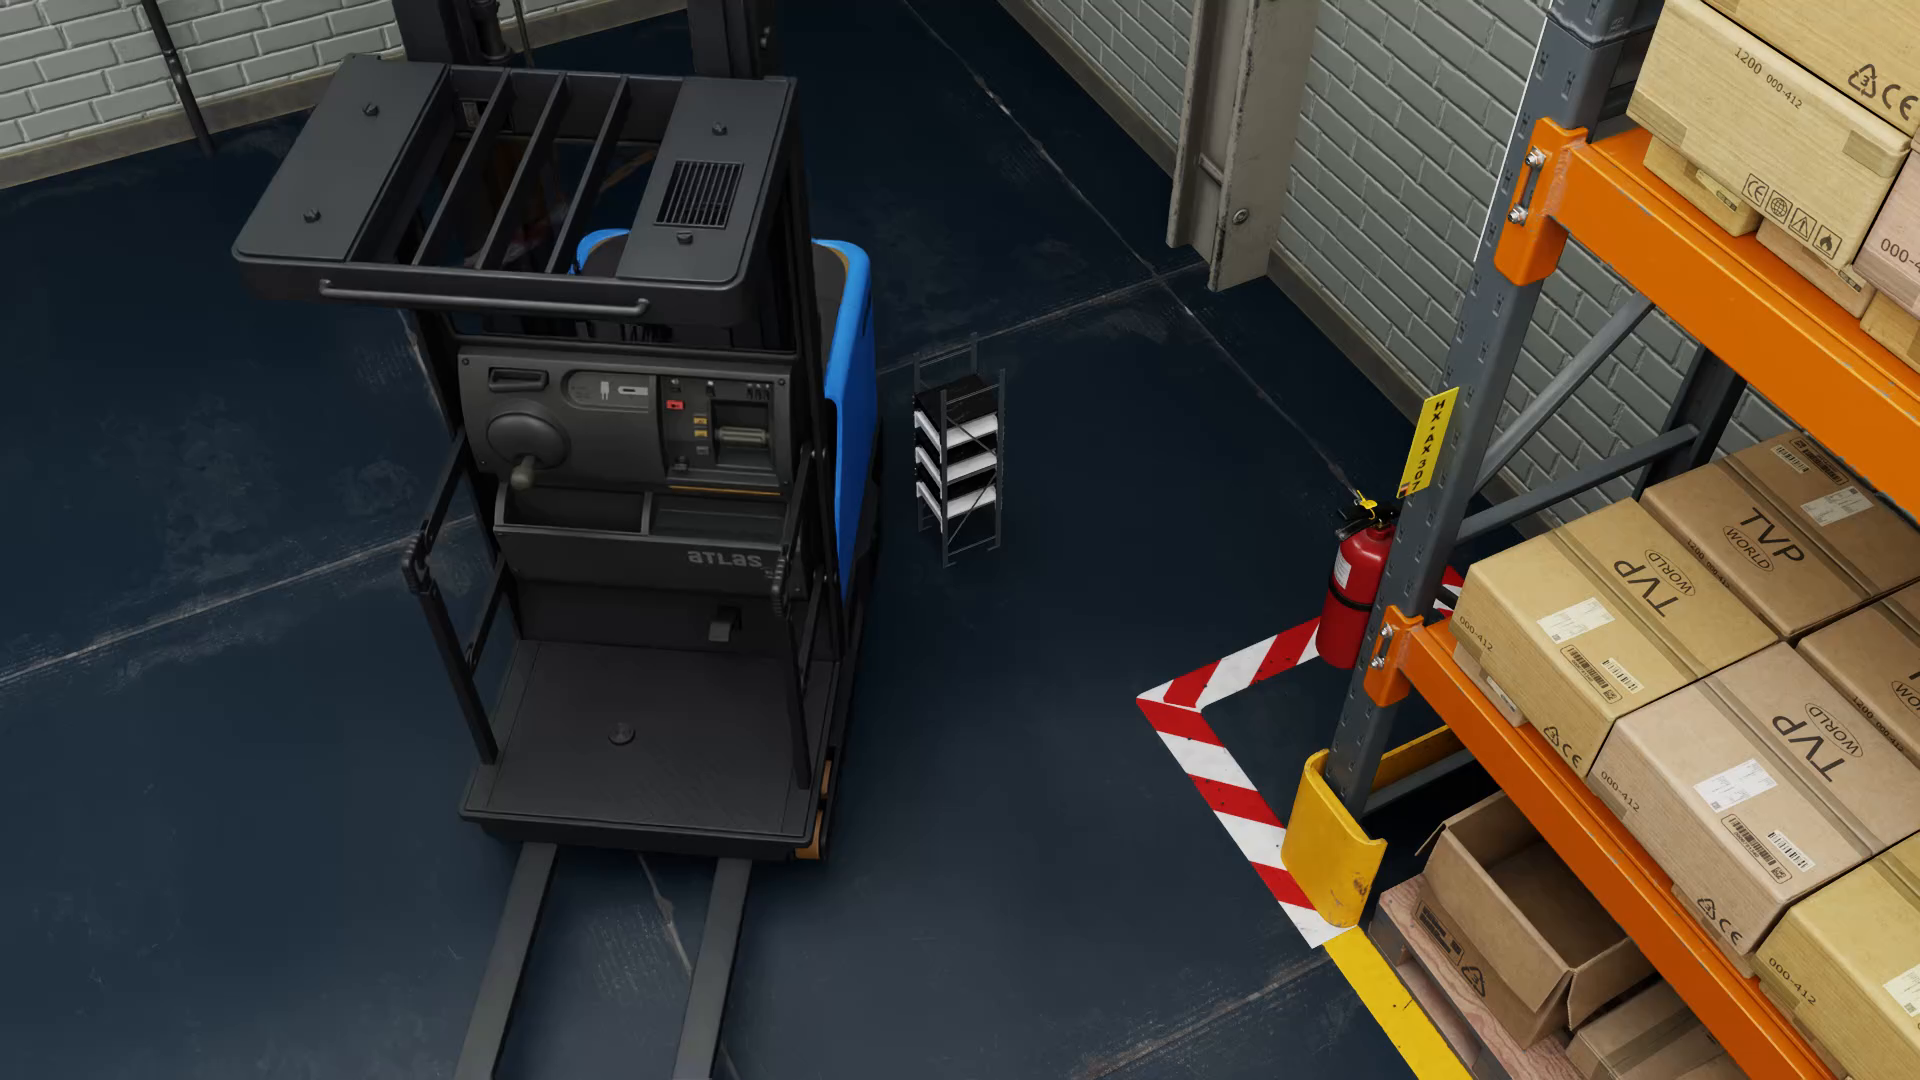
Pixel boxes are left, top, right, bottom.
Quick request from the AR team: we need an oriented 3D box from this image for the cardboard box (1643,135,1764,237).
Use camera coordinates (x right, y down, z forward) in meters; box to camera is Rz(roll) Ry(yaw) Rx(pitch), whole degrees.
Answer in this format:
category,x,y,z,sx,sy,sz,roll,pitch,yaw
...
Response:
category,x,y,z,sx,sy,sz,roll,pitch,yaw
cardboard box,1.513,-0.737,3.076,0.380,0.149,0.250,-20,52,-17

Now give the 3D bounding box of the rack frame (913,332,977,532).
category,x,y,z,sx,sy,sz,roll,pitch,yaw
rack frame,-0.050,-0.370,5.976,0.240,0.900,0.006,-21,52,-18

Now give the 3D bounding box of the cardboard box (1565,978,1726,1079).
category,x,y,z,sx,sy,sz,roll,pitch,yaw
cardboard box,1.929,1.414,4.635,0.380,0.149,0.250,-23,53,-19

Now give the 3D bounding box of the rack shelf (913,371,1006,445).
category,x,y,z,sx,sy,sz,roll,pitch,yaw
rack shelf,-0.004,-0.458,5.738,0.258,0.077,0.200,-21,52,-18

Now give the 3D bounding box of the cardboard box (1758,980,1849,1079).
category,x,y,z,sx,sy,sz,roll,pitch,yaw
cardboard box,1.977,0.956,3.588,0.380,0.149,0.250,-20,52,-17

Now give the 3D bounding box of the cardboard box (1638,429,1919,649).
category,x,y,z,sx,sy,sz,roll,pitch,yaw
cardboard box,2.020,0.042,4.123,0.500,0.250,0.500,-20,52,-16

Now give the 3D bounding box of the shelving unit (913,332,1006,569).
category,x,y,z,sx,sy,sz,roll,pitch,yaw
shelving unit,-0.004,-0.302,5.916,0.258,0.900,0.210,-21,52,-18

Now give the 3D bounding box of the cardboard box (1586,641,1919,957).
category,x,y,z,sx,sy,sz,roll,pitch,yaw
cardboard box,1.773,0.559,3.670,0.500,0.250,0.500,-21,52,-17

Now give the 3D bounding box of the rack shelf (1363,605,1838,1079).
category,x,y,z,sx,sy,sz,roll,pitch,yaw
rack shelf,2.489,1.450,3.467,1.077,0.370,4.000,-21,52,-18

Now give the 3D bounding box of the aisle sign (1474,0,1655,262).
category,x,y,z,sx,sy,sz,roll,pitch,yaw
aisle sign,1.282,-0.926,3.340,0.394,0.787,0.004,-21,52,-18

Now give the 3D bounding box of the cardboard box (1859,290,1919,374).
category,x,y,z,sx,sy,sz,roll,pitch,yaw
cardboard box,1.759,-0.393,2.775,0.380,0.149,0.250,-21,52,-17

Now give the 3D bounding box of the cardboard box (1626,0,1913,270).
category,x,y,z,sx,sy,sz,roll,pitch,yaw
cardboard box,1.534,-0.771,2.841,0.500,0.250,0.500,-22,52,-18

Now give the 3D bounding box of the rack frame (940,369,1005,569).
category,x,y,z,sx,sy,sz,roll,pitch,yaw
rack frame,0.043,-0.234,5.857,0.240,0.900,0.006,-21,52,-18

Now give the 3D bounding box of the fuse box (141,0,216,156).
category,x,y,z,sx,sy,sz,roll,pitch,yaw
fuse box,-3.504,-2.381,7.196,0.539,1.711,0.414,-21,52,-18

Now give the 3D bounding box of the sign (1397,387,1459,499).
category,x,y,z,sx,sy,sz,roll,pitch,yaw
sign,1.092,-0.224,3.878,0.100,0.325,0.005,-21,52,-18

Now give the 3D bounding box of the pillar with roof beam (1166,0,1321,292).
category,x,y,z,sx,sy,sz,roll,pitch,yaw
pillar with roof beam,-2.686,-2.733,2.662,9.100,9.000,0.400,-21,52,-18

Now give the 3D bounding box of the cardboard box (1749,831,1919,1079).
category,x,y,z,sx,sy,sz,roll,pitch,yaw
cardboard box,2.008,0.897,3.374,0.500,0.250,0.500,-22,52,-18

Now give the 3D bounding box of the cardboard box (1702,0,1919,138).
category,x,y,z,sx,sy,sz,roll,pitch,yaw
cardboard box,1.554,-0.943,2.659,0.500,0.250,0.500,-22,52,-18

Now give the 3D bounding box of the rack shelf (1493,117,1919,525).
category,x,y,z,sx,sy,sz,roll,pitch,yaw
rack shelf,2.489,0.462,2.338,1.077,0.370,4.000,-21,52,-18

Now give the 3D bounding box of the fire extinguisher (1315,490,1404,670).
category,x,y,z,sx,sy,sz,roll,pitch,yaw
fire extinguisher,1.096,0.083,4.484,0.296,0.674,0.183,-21,52,-18

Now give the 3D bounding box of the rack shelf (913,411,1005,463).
category,x,y,z,sx,sy,sz,roll,pitch,yaw
rack shelf,-0.004,-0.398,5.806,0.258,0.077,0.200,-21,52,-18

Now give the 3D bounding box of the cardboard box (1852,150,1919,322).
category,x,y,z,sx,sy,sz,roll,pitch,yaw
cardboard box,1.785,-0.438,2.549,0.500,0.250,0.500,-20,52,-17

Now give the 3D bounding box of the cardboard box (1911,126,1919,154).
category,x,y,z,sx,sy,sz,roll,pitch,yaw
cardboard box,1.770,-0.596,2.356,0.500,0.250,0.500,-22,52,-18

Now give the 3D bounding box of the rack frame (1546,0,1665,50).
category,x,y,z,sx,sy,sz,roll,pitch,yaw
rack frame,1.574,-2.101,2.109,1.000,3.000,0.127,-21,52,-18

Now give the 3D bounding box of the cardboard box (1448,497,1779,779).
category,x,y,z,sx,sy,sz,roll,pitch,yaw
cardboard box,1.542,0.222,3.965,0.500,0.250,0.500,-21,52,-17

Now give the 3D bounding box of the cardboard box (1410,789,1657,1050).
category,x,y,z,sx,sy,sz,roll,pitch,yaw
cardboard box,1.770,1.000,4.762,0.797,0.503,0.637,-23,53,-19

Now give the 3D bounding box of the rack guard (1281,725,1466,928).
category,x,y,z,sx,sy,sz,roll,pitch,yaw
rack guard,1.609,0.748,5.264,1.175,0.500,0.348,-21,52,-18

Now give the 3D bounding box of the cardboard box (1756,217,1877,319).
category,x,y,z,sx,sy,sz,roll,pitch,yaw
cardboard box,1.656,-0.571,2.931,0.380,0.149,0.250,-20,52,-17

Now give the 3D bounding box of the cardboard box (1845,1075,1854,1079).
category,x,y,z,sx,sy,sz,roll,pitch,yaw
cardboard box,2.026,1.151,3.418,0.380,0.149,0.250,-23,53,-19

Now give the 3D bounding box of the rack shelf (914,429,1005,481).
category,x,y,z,sx,sy,sz,roll,pitch,yaw
rack shelf,-0.004,-0.339,5.873,0.258,0.077,0.200,-21,52,-18

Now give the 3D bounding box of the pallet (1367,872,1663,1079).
category,x,y,z,sx,sy,sz,roll,pitch,yaw
pallet,1.974,1.376,4.906,1.003,0.211,1.213,-21,52,-18

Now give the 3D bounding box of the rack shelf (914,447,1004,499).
category,x,y,z,sx,sy,sz,roll,pitch,yaw
rack shelf,-0.004,-0.280,5.941,0.258,0.077,0.200,-21,52,-18

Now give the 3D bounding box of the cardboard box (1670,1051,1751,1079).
category,x,y,z,sx,sy,sz,roll,pitch,yaw
cardboard box,2.126,1.586,4.251,0.700,0.500,0.500,-19,52,-16

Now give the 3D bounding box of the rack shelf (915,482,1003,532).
category,x,y,z,sx,sy,sz,roll,pitch,yaw
rack shelf,-0.004,-0.161,6.077,0.258,0.077,0.200,-21,52,-18

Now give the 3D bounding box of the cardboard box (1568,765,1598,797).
category,x,y,z,sx,sy,sz,roll,pitch,yaw
cardboard box,1.638,0.426,4.052,0.380,0.149,0.250,-20,52,-17

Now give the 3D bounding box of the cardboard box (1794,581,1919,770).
category,x,y,z,sx,sy,sz,roll,pitch,yaw
cardboard box,2.255,0.388,3.820,0.500,0.250,0.500,-21,52,-17

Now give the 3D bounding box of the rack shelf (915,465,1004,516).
category,x,y,z,sx,sy,sz,roll,pitch,yaw
rack shelf,-0.004,-0.220,6.009,0.258,0.077,0.200,-21,52,-18

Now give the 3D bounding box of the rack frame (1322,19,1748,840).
category,x,y,z,sx,sy,sz,roll,pitch,yaw
rack frame,1.574,-0.126,4.367,1.000,3.000,0.127,-21,52,-18

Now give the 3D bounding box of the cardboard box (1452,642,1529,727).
category,x,y,z,sx,sy,sz,roll,pitch,yaw
cardboard box,1.480,0.271,4.187,0.380,0.149,0.250,-22,52,-18

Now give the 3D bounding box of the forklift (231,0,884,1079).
category,x,y,z,sx,sy,sz,roll,pitch,yaw
forklift,-0.946,-0.215,4.491,1.130,2.935,3.031,4,49,3

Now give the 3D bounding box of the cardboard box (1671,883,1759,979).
category,x,y,z,sx,sy,sz,roll,pitch,yaw
cardboard box,1.850,0.780,3.742,0.380,0.149,0.250,-20,52,-16
